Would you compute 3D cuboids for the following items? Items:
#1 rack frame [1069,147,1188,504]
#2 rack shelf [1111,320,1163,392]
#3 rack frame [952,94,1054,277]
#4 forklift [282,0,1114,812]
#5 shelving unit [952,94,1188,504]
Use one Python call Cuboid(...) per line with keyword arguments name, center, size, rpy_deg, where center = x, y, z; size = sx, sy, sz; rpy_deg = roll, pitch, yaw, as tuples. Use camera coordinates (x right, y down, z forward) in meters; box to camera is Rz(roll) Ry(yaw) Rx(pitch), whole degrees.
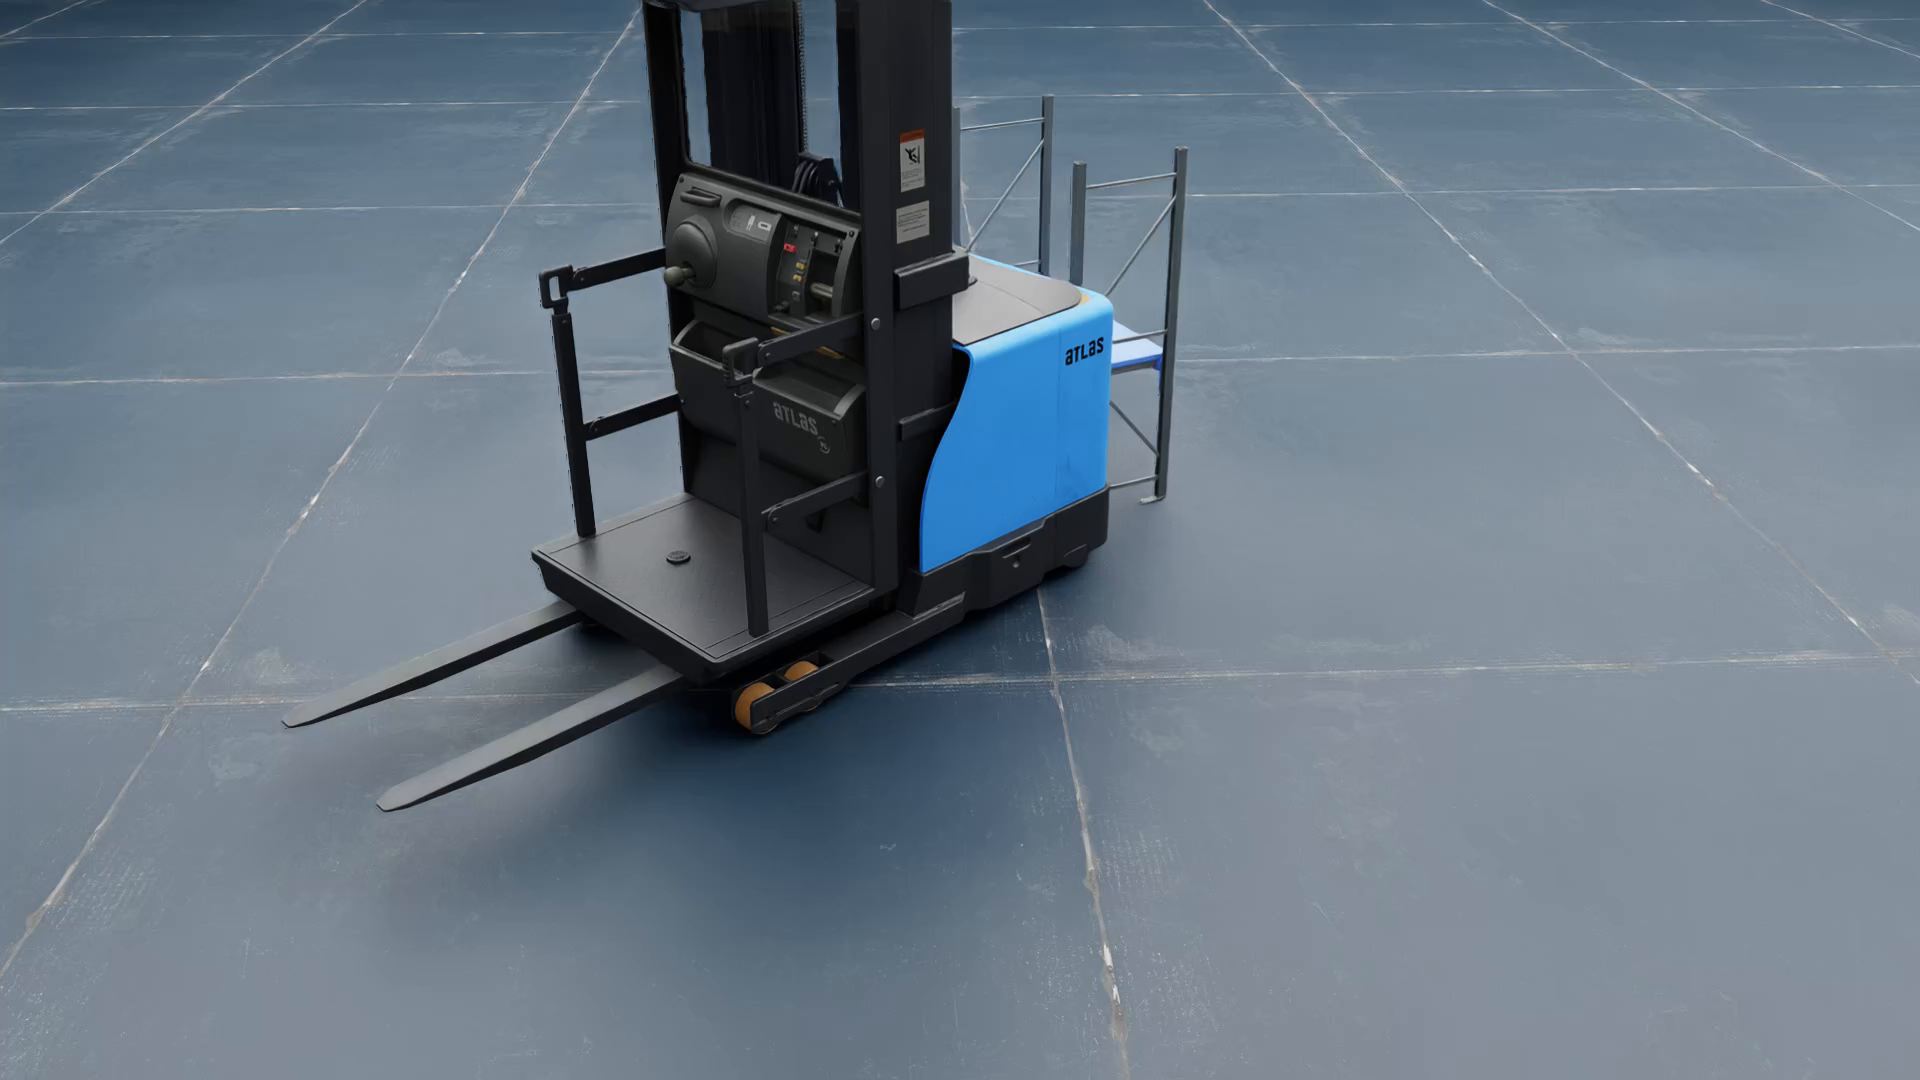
Cuboid(name="rack frame", center=(0.650, -0.795, 6.652), size=(0.500, 1.500, 0.032), rpy_deg=(-14, 30, -24))
Cuboid(name="rack shelf", center=(0.414, -0.843, 7.134), size=(0.538, 0.185, 1.000), rpy_deg=(-14, 30, -24))
Cuboid(name="rack frame", center=(0.178, -1.211, 7.450), size=(0.500, 1.500, 0.032), rpy_deg=(-14, 30, -24))
Cuboid(name="forklift", center=(-0.813, -0.925, 5.355), size=(3.031, 2.935, 1.130), rpy_deg=(-25, 36, -39))
Cuboid(name="shelving unit", center=(0.414, -1.003, 7.051), size=(0.538, 1.500, 1.048), rpy_deg=(-14, 30, -24))
